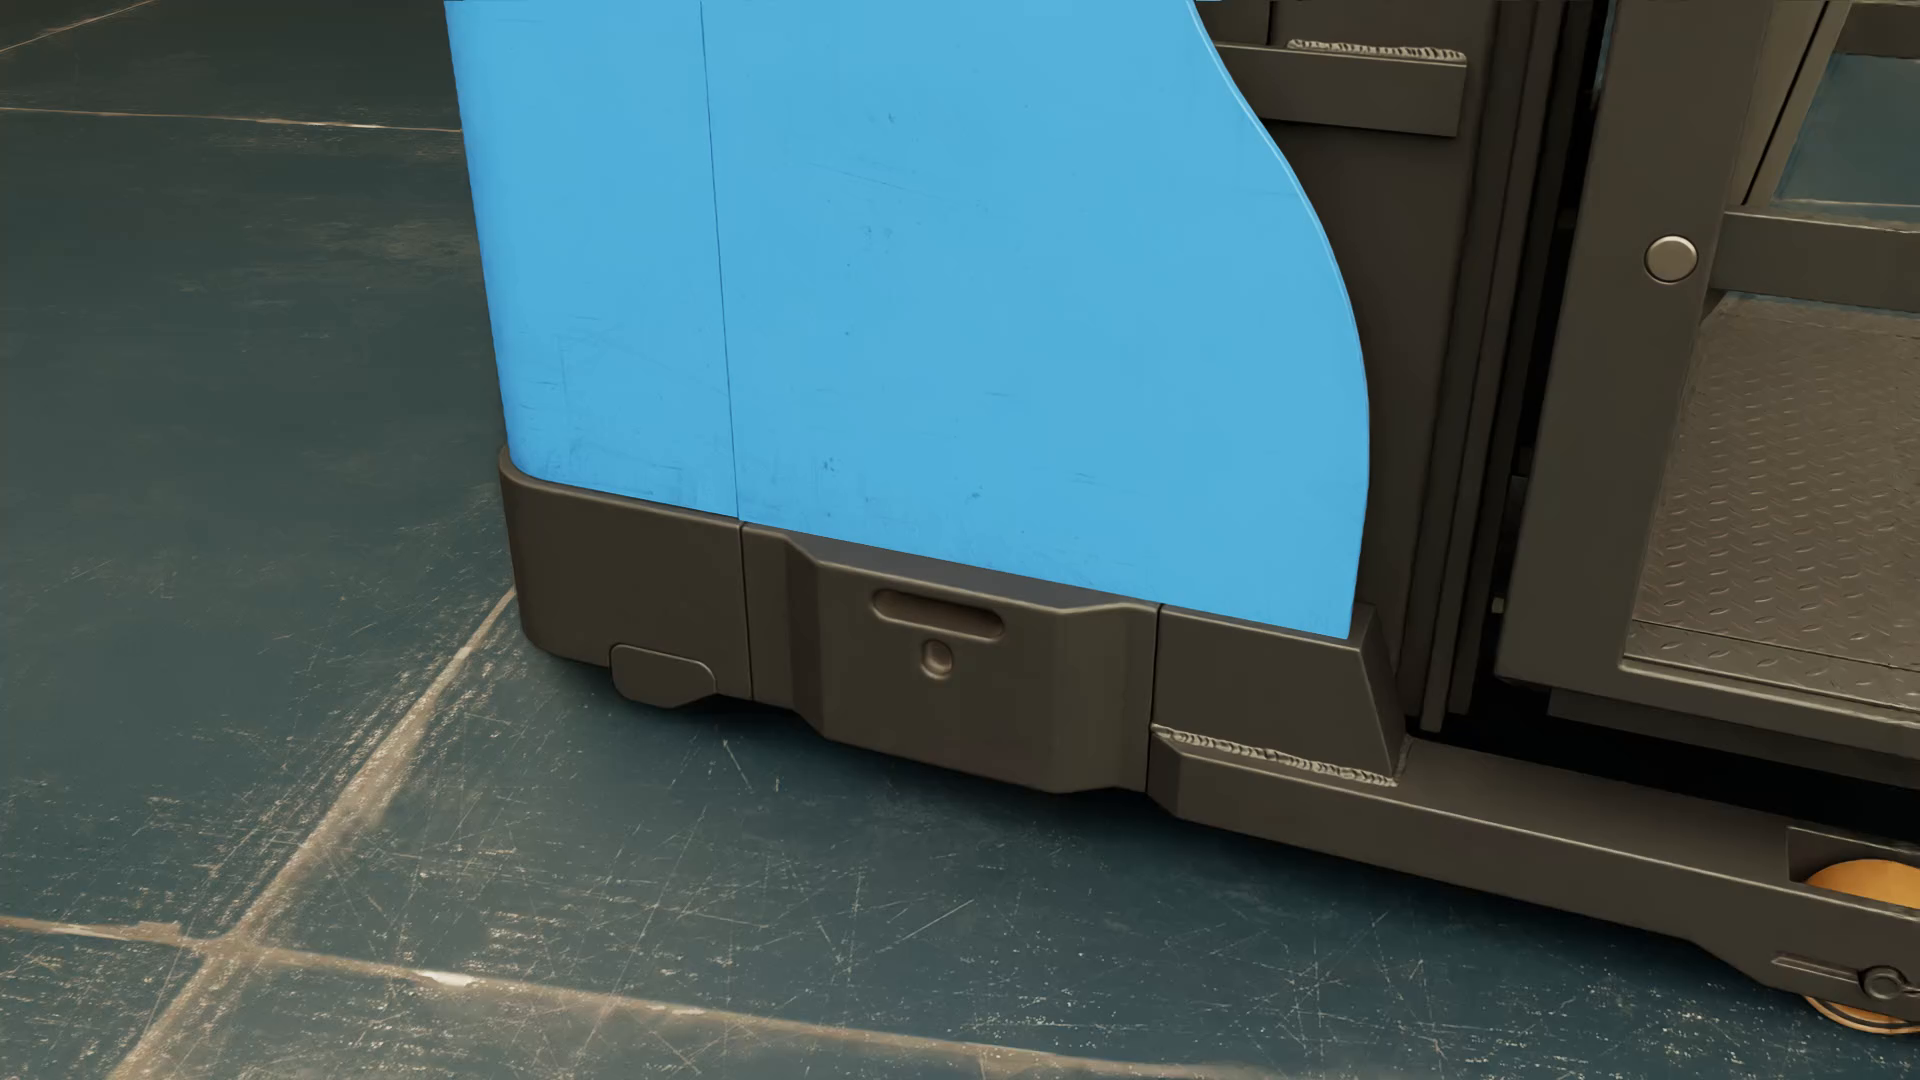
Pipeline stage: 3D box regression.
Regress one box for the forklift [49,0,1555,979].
[{"bbox_3d":[0.280,-1.537,2.249,1.130,2.935,3.031,17,33,27],"label":"forklift"}]
